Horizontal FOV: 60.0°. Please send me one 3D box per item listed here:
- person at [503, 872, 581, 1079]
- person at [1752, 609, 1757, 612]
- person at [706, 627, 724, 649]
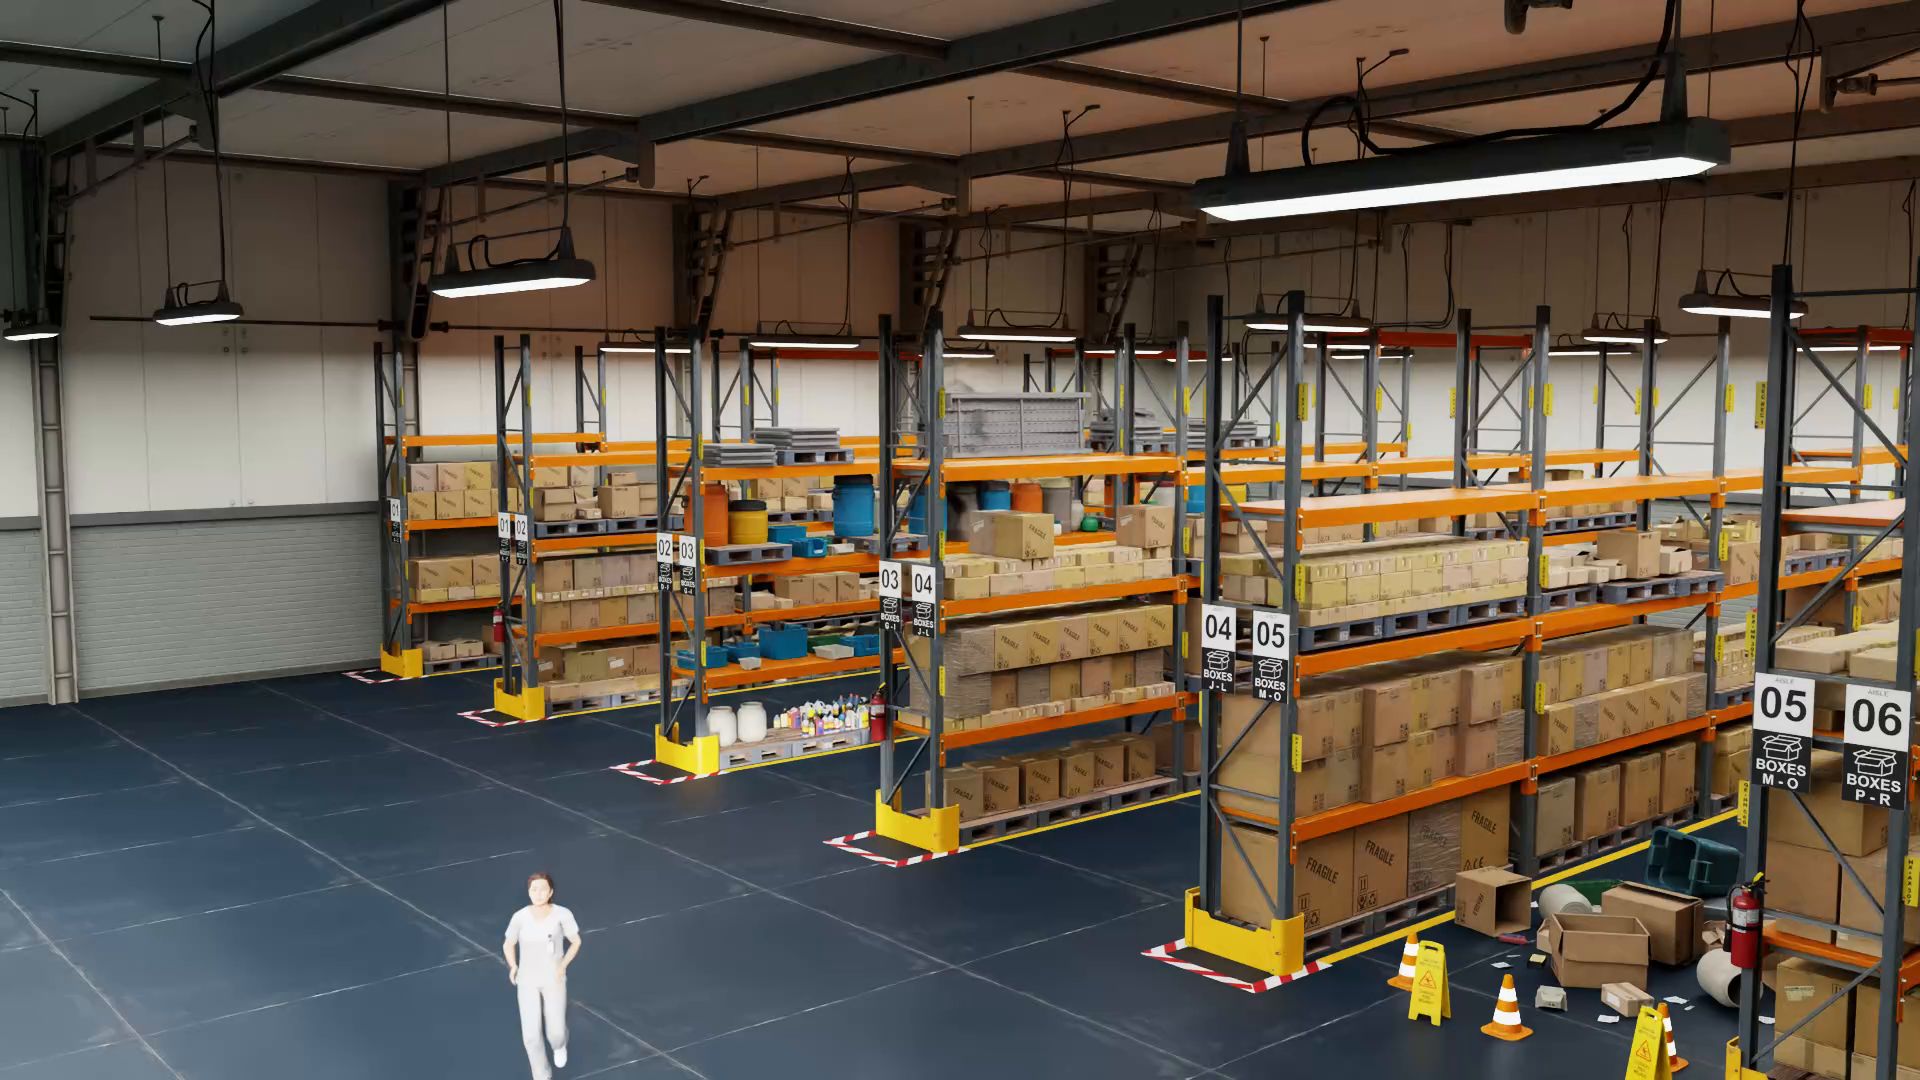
[{"bbox_3d":[-3.083,3.245,12.262,0.562,1.607,0.594,-1,5,-7],"label":"person"},{"bbox_3d":[12.334,1.946,25.852,0.852,1.755,0.678,-4,6,-36],"label":"person"},{"bbox_3d":[-4.577,1.592,30.398,0.579,1.654,0.791,5,7,43],"label":"person"}]
